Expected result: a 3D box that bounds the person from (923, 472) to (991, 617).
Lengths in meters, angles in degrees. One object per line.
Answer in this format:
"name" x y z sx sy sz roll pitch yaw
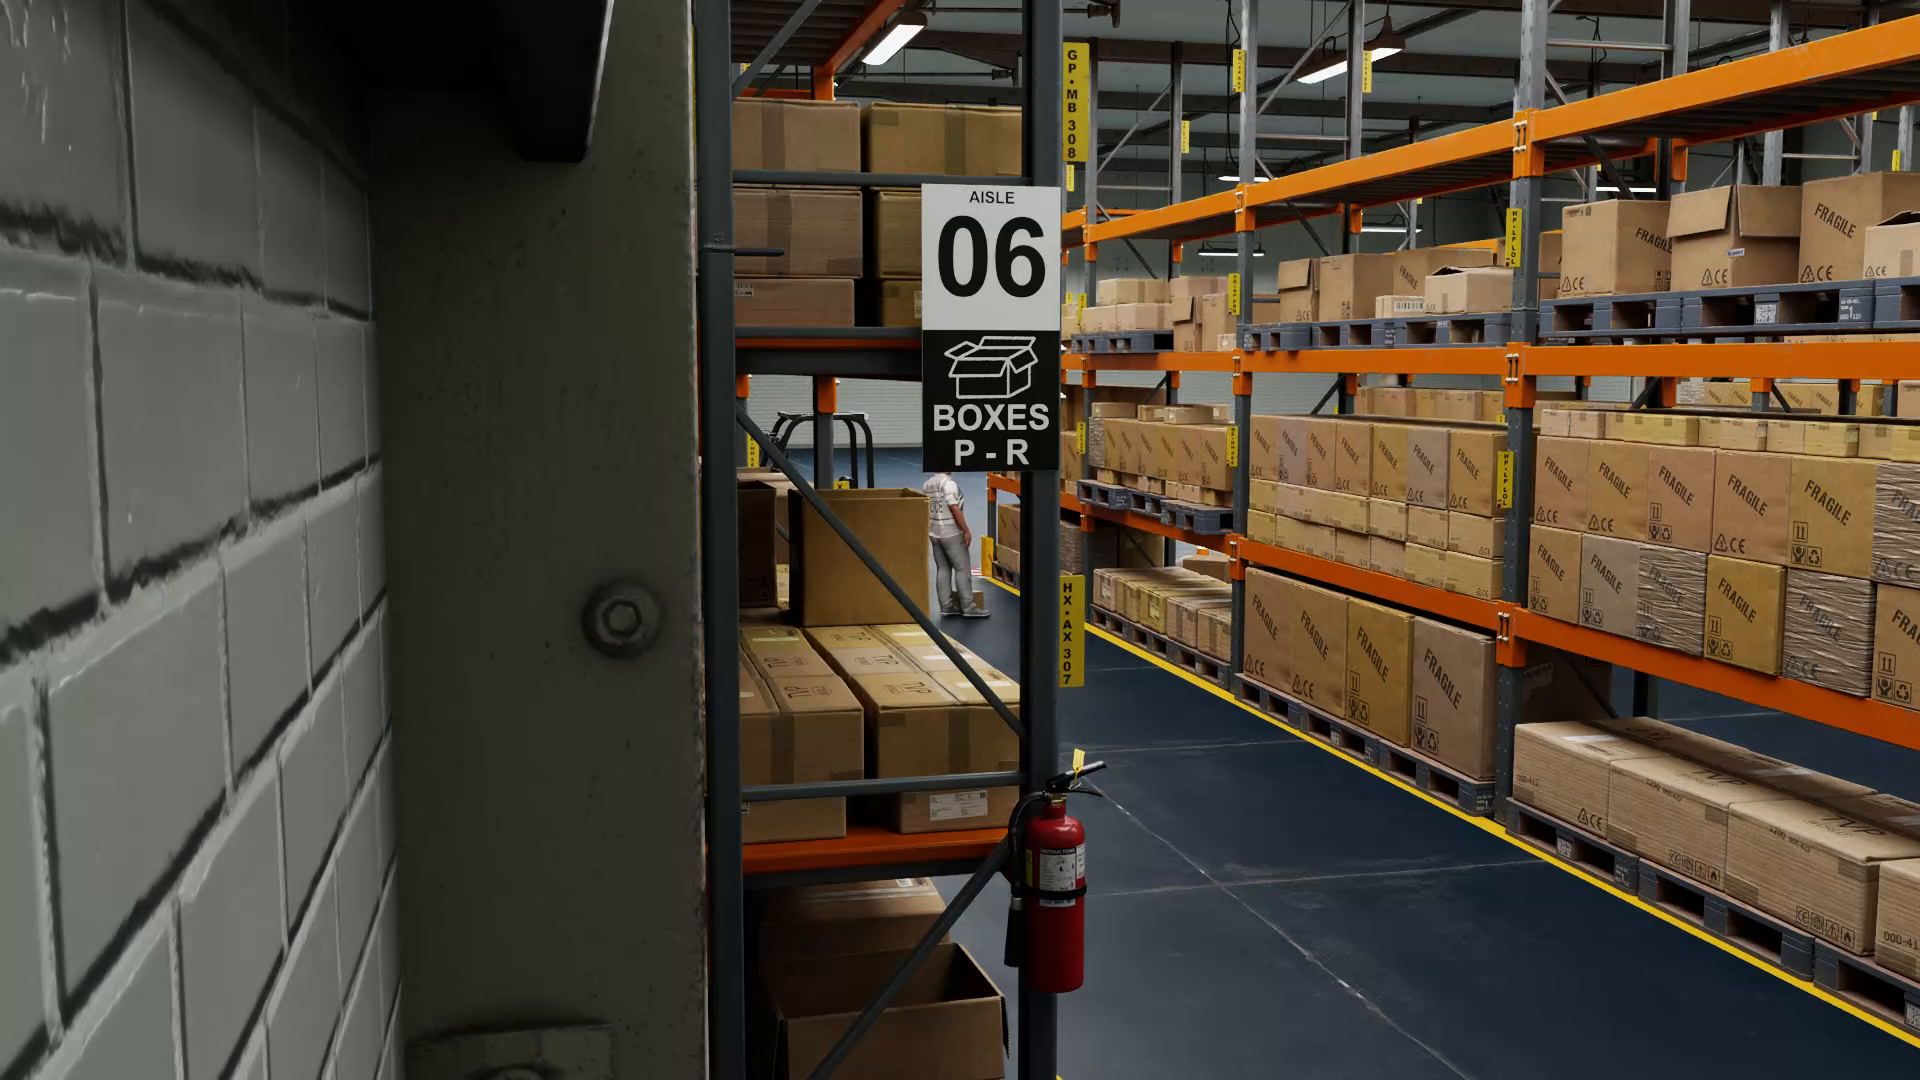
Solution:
"person" -0.065 -0.075 17.810 0.574 1.781 0.641 -5 8 -38
